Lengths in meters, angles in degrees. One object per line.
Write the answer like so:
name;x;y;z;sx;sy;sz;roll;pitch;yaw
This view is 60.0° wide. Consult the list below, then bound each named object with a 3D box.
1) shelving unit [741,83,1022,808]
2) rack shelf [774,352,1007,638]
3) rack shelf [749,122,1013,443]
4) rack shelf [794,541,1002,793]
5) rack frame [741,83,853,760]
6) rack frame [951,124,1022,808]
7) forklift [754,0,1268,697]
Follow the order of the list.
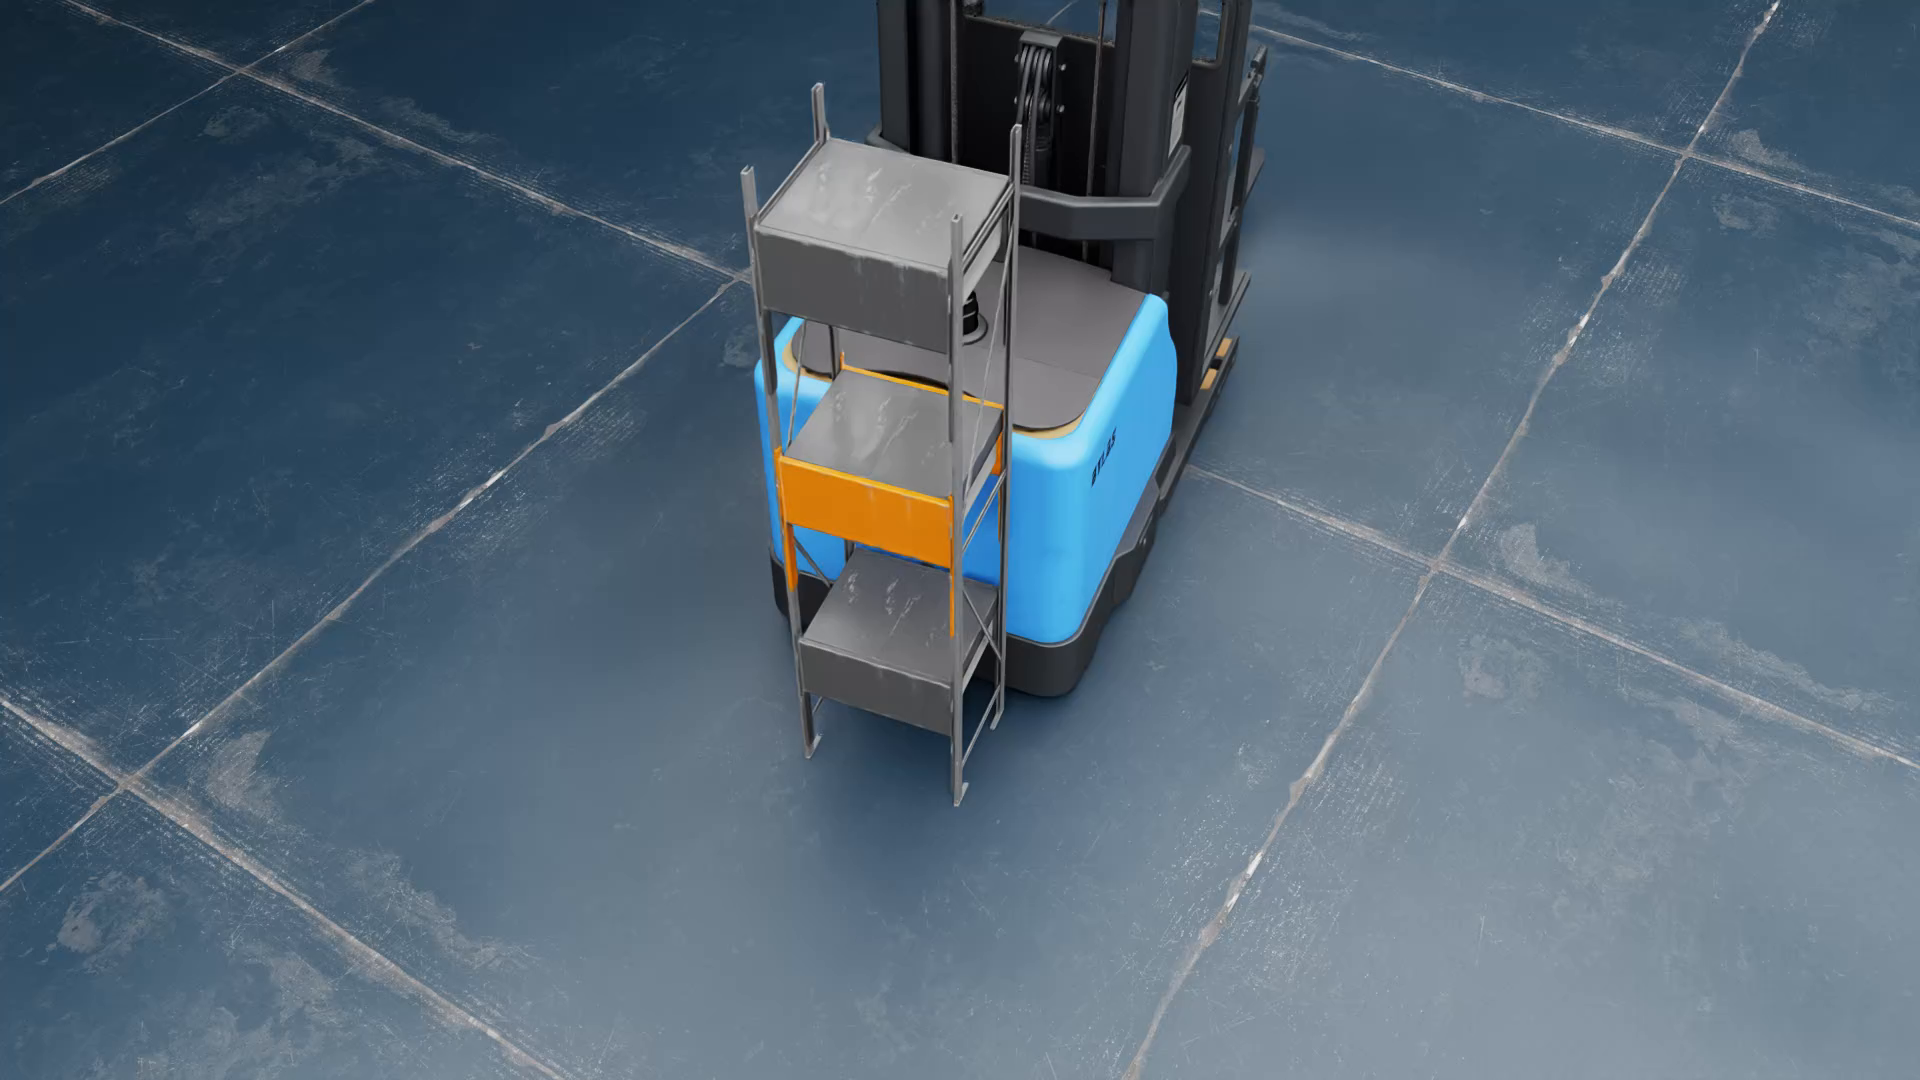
shelving unit;-0.168;-0.129;4.412;0.503;2.100;0.431;16;48;15
rack shelf;-0.168;-0.120;4.422;0.480;0.518;0.431;16;48;15
rack shelf;-0.168;-0.608;3.920;0.480;0.518;0.431;16;48;15
rack shelf;-0.168;0.368;4.924;0.480;0.518;0.431;16;48;15
rack frame;-0.396;-0.193;4.473;0.015;2.100;0.400;16;48;15
rack frame;0.060;-0.066;4.350;0.015;2.100;0.400;16;48;15
forklift;0.414;-1.608;5.268;1.130;2.935;3.031;16;48;15
